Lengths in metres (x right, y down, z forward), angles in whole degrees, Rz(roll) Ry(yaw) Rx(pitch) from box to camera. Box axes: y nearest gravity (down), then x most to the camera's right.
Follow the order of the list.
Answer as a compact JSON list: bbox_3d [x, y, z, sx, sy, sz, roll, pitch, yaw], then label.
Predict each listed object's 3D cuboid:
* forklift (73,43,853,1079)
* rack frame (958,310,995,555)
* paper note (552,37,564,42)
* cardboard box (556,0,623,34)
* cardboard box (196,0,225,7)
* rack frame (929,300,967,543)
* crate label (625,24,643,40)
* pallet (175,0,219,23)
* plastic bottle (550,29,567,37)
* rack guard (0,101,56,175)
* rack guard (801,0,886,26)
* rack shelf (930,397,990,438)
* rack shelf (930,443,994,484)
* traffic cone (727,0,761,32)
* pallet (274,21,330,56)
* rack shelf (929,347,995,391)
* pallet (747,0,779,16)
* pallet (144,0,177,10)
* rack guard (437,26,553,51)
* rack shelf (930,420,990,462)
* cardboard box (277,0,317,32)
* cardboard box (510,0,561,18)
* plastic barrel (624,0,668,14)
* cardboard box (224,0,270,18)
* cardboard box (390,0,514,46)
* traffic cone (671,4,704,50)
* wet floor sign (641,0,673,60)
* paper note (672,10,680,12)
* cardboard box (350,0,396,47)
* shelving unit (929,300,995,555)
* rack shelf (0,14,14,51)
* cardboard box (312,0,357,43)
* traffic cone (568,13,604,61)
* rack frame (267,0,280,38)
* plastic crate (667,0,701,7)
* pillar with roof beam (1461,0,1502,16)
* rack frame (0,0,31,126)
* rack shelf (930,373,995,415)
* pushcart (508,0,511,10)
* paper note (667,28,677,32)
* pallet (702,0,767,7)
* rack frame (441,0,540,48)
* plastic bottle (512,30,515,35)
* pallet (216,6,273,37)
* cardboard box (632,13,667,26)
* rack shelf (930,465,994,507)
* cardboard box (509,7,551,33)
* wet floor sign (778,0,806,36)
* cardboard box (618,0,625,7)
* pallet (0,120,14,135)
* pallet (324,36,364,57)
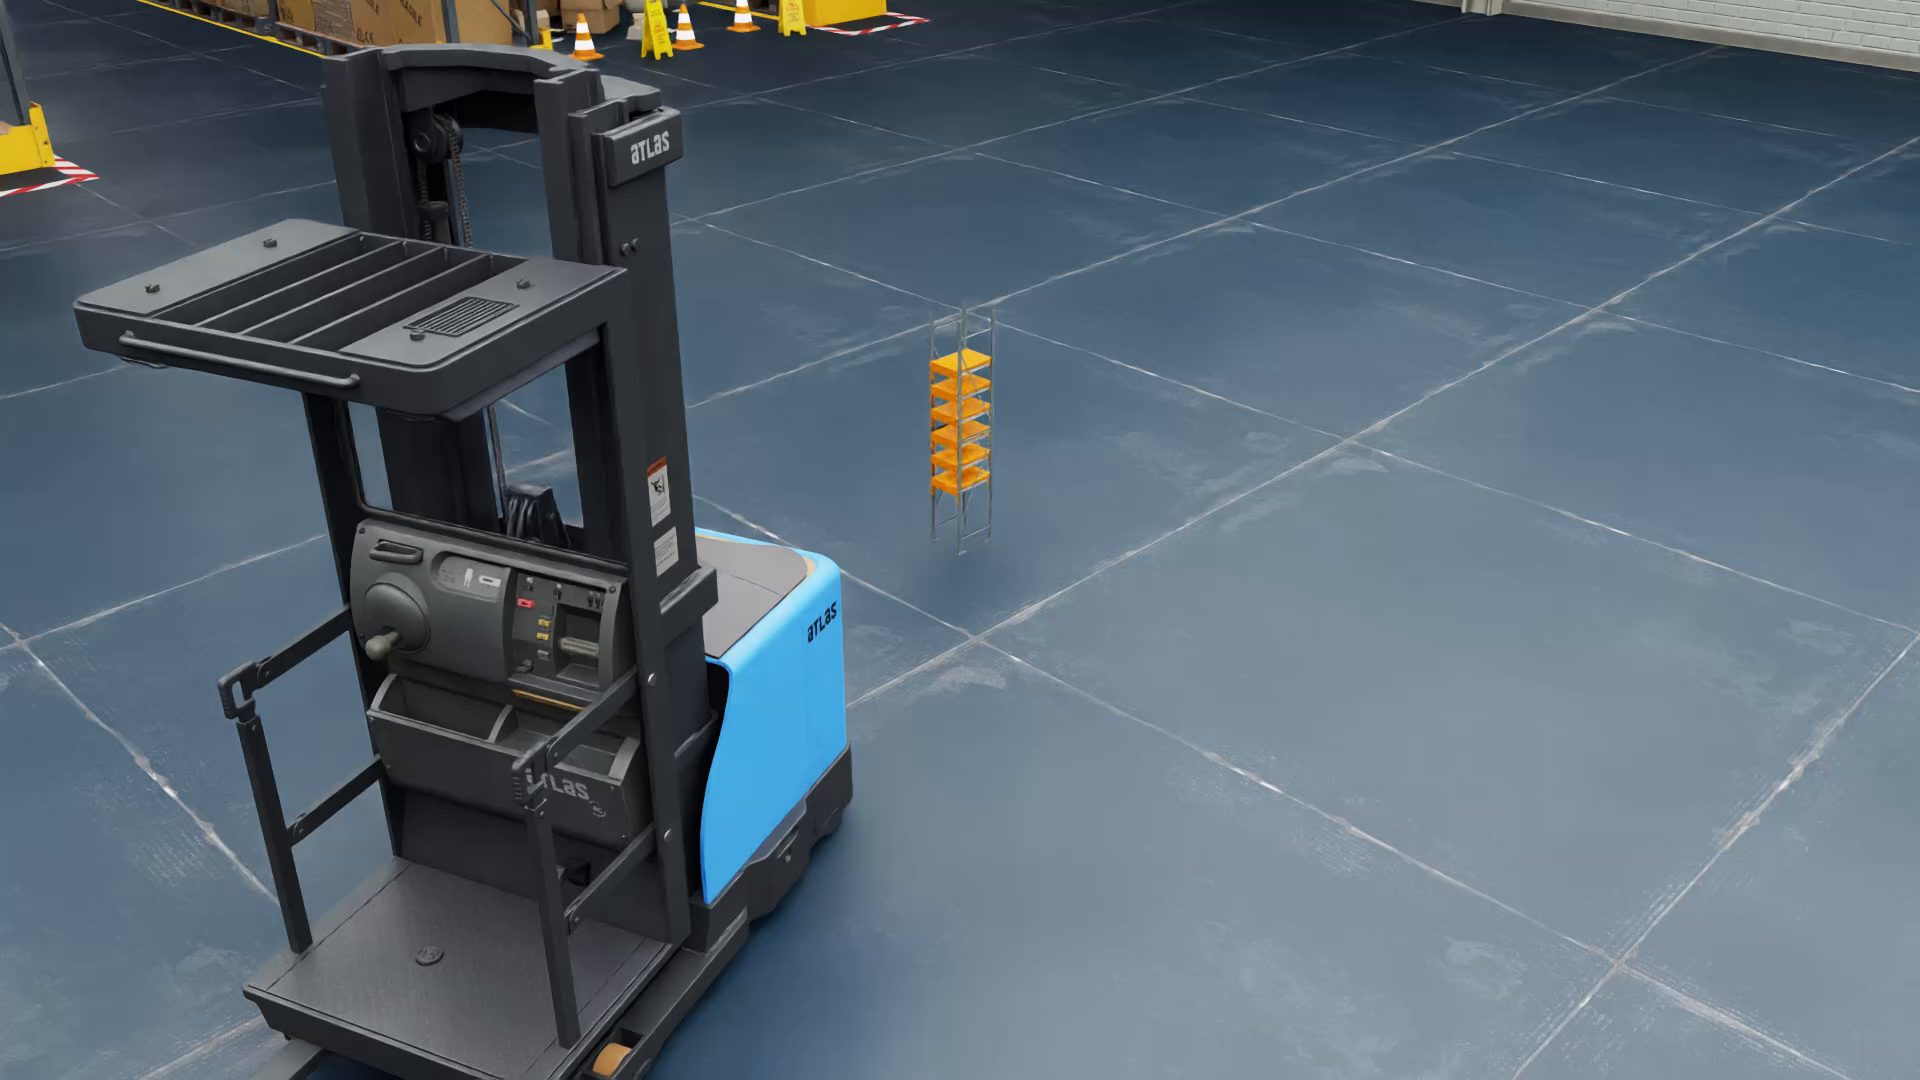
[{"bbox_3d":[-1.460,0.250,4.626,1.130,2.935,3.031,12,30,21],"label":"forklift"},{"bbox_3d":[0.076,-0.496,7.905,0.006,1.200,0.240,25,36,38],"label":"rack frame"},{"bbox_3d":[-4.664,-5.785,19.222,0.144,0.017,0.142,-13,30,-22],"label":"paper note"},{"bbox_3d":[-4.395,-6.342,19.771,0.637,0.503,0.797,2,28,4],"label":"cardboard box"},{"bbox_3d":[-8.809,-7.023,20.349,0.750,0.750,1.050,25,36,38],"label":"cardboard box"},{"bbox_3d":[-0.055,-0.556,8.019,0.006,1.200,0.240,25,36,38],"label":"rack frame"},{"bbox_3d":[-3.718,-5.916,19.354,0.298,0.136,0.250,7,29,13],"label":"crate label"},{"bbox_3d":[-9.095,-6.735,20.831,1.213,0.211,1.003,25,36,38],"label":"pallet"},{"bbox_3d":[-4.769,-5.954,19.508,0.283,0.061,0.133,12,30,22],"label":"plastic bottle"},{"bbox_3d":[-8.369,-3.344,14.073,0.348,0.500,1.175,25,36,38],"label":"rack guard"},{"bbox_3d":[-1.422,-6.633,20.327,0.348,0.500,1.175,25,36,38],"label":"rack guard"},{"bbox_3d":[0.010,-0.593,7.927,0.180,0.103,0.258,25,36,38],"label":"rack shelf"},{"bbox_3d":[0.010,-0.381,8.038,0.180,0.103,0.258,25,36,38],"label":"rack shelf"},{"bbox_3d":[-2.578,-6.304,19.741,0.334,0.463,0.336,25,36,38],"label":"traffic cone"},{"bbox_3d":[-7.131,-5.836,19.121,1.213,0.211,1.003,25,36,38],"label":"pallet"},{"bbox_3d":[0.010,-0.806,7.815,0.180,0.103,0.258,25,36,38],"label":"rack shelf"},{"bbox_3d":[-1.976,-6.782,20.921,1.213,0.211,1.003,25,36,38],"label":"pallet"},{"bbox_3d":[-9.961,-7.133,21.588,1.213,0.211,1.003,25,36,38],"label":"pallet"},{"bbox_3d":[-4.749,-4.925,17.078,0.348,0.500,1.175,25,36,38],"label":"rack guard"},{"bbox_3d":[0.010,-0.487,7.982,0.180,0.103,0.258,25,36,38],"label":"rack shelf"},{"bbox_3d":[-7.219,-6.361,18.956,0.875,0.875,0.875,-25,36,-38],"label":"cardboard box"},{"bbox_3d":[-5.067,-6.705,20.315,0.503,0.637,0.797,25,36,38],"label":"cardboard box"},{"bbox_3d":[-3.902,-6.746,20.624,0.512,0.421,0.421,-3,28,-5],"label":"plastic barrel"},{"bbox_3d":[-8.124,-6.707,19.748,0.750,0.750,1.050,24,36,38],"label":"cardboard box"},{"bbox_3d":[-5.296,-5.484,17.287,0.875,0.875,0.875,25,37,39],"label":"cardboard box"},{"bbox_3d":[-3.114,-5.825,18.830,0.334,0.463,0.336,25,36,38],"label":"traffic cone"},{"bbox_3d":[-3.357,-5.644,18.291,0.232,0.644,0.267,18,33,30],"label":"wet floor sign"},{"bbox_3d":[-3.525,-6.647,20.859,0.148,0.019,0.142,12,30,22],"label":"paper note"},{"bbox_3d":[-5.925,-5.770,17.832,0.875,0.875,0.875,24,36,38],"label":"cardboard box"},{"bbox_3d":[0.010,-0.526,7.962,0.189,1.200,0.258,25,36,38],"label":"shelving unit"},{"bbox_3d":[-9.741,-4.760,14.852,4.000,0.370,1.077,25,36,38],"label":"rack shelf"},{"bbox_3d":[-6.573,-6.068,18.399,0.875,0.875,0.875,25,37,39],"label":"cardboard box"},{"bbox_3d":[-4.149,-5.560,18.328,0.334,0.463,0.336,25,36,38],"label":"traffic cone"},{"bbox_3d":[-7.618,-7.344,18.994,0.127,3.000,1.000,25,36,38],"label":"rack frame"},{"bbox_3d":[-3.675,-6.943,21.368,0.583,0.080,0.402,12,30,22],"label":"plastic crate"},{"bbox_3d":[3.506,-9.158,15.998,0.400,9.000,9.100,25,36,38],"label":"pillar with roof beam"},{"bbox_3d":[-8.315,-4.426,13.444,0.127,3.000,1.000,25,36,38],"label":"rack frame"},{"bbox_3d":[0.010,-0.699,7.871,0.180,0.103,0.258,25,36,38],"label":"rack shelf"},{"bbox_3d":[-5.783,-7.086,21.321,0.936,0.377,1.648,12,30,22],"label":"pushcart"},{"bbox_3d":[-3.437,-6.048,19.720,0.142,0.019,0.148,12,30,22],"label":"paper note"},{"bbox_3d":[-2.842,-7.180,21.678,1.213,0.211,1.003,25,36,38],"label":"pallet"},{"bbox_3d":[-4.766,-6.039,16.511,0.127,3.000,1.000,25,36,38],"label":"rack frame"},{"bbox_3d":[-5.336,-5.928,19.458,0.133,0.061,0.283,12,30,22],"label":"plastic bottle"},{"bbox_3d":[-8.221,-6.336,20.074,1.213,0.211,1.003,25,36,38],"label":"pallet"},{"bbox_3d":[-3.718,-6.210,19.900,0.380,0.149,0.250,-7,29,-14],"label":"cardboard box"},{"bbox_3d":[0.010,-0.275,8.094,0.180,0.103,0.258,25,36,38],"label":"rack shelf"},{"bbox_3d":[-5.101,-6.184,19.726,0.396,0.266,0.258,-18,33,-31],"label":"cardboard box"},{"bbox_3d":[-1.982,-6.255,19.453,0.267,0.644,0.232,-13,30,-22],"label":"wet floor sign"},{"bbox_3d":[-4.410,-7.113,21.238,0.500,0.500,0.500,-3,28,-5],"label":"cardboard box"},{"bbox_3d":[-8.924,-3.493,14.666,1.213,0.211,1.003,25,36,38],"label":"pallet"},{"bbox_3d":[-6.256,-5.437,18.364,1.213,0.211,1.003,25,36,38],"label":"pallet"}]
